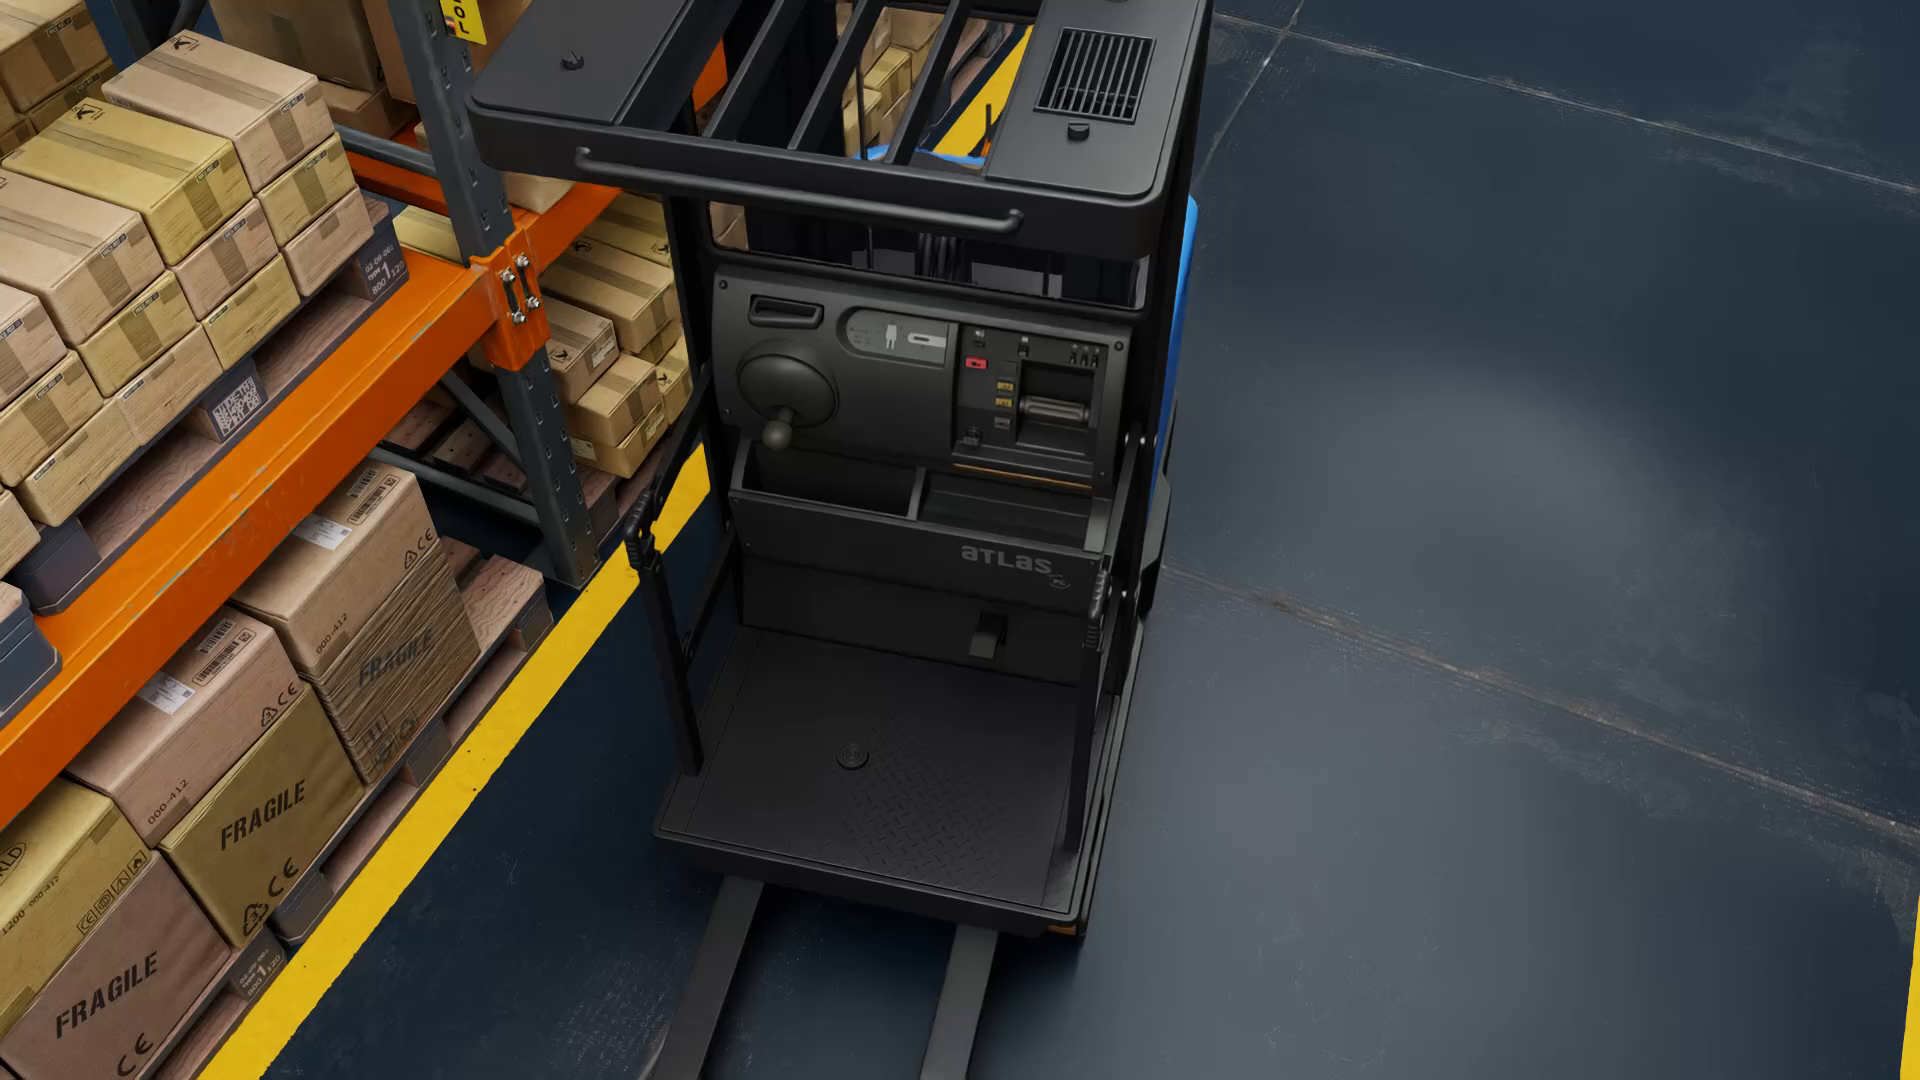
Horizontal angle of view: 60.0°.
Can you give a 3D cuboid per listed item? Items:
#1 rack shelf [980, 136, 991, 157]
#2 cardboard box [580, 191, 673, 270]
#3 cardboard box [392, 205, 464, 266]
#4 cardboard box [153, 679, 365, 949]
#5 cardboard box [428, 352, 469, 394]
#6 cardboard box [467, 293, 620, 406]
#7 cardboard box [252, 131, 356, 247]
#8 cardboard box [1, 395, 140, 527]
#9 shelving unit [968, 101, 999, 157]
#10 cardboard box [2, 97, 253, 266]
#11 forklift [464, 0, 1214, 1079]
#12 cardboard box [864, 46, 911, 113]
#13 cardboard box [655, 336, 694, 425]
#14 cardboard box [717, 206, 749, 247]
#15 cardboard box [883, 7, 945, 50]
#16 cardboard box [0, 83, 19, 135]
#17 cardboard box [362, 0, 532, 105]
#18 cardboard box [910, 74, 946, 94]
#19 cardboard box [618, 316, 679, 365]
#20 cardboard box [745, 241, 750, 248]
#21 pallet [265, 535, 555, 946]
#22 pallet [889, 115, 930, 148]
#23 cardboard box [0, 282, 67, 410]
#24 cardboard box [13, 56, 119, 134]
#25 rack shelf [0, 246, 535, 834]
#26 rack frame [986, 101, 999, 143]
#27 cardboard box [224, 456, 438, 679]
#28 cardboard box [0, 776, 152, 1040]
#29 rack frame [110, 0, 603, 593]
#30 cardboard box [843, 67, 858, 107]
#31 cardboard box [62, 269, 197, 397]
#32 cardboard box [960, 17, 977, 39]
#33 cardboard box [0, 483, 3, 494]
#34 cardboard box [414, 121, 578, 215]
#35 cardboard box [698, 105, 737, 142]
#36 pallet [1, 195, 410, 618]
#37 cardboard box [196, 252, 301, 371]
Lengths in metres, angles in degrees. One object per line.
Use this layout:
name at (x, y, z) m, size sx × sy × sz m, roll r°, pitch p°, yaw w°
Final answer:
rack shelf at (0.150, -1.045, 5.091) m, size 0.215 × 0.259 × 0.240 m, roll 10°, pitch 50°, yaw 8°
cardboard box at (-1.022, -0.951, 5.295) m, size 0.380 × 0.149 × 0.250 m, roll 19°, pitch 52°, yaw 16°
cardboard box at (-1.601, -0.939, 5.285) m, size 0.380 × 0.149 × 0.250 m, roll 20°, pitch 53°, yaw 17°
cardboard box at (-1.899, 0.603, 4.133) m, size 0.500 × 0.500 × 0.500 m, roll 19°, pitch 52°, yaw 15°
cardboard box at (-1.744, -0.645, 5.230) m, size 0.380 × 0.149 × 0.250 m, roll 21°, pitch 53°, yaw 17°
cardboard box at (-1.257, -0.591, 4.988) m, size 0.380 × 0.149 × 0.250 m, roll 22°, pitch 53°, yaw 18°
cardboard box at (-1.583, -0.829, 3.679) m, size 0.380 × 0.149 × 0.250 m, roll 21°, pitch 53°, yaw 17°
cardboard box at (-1.908, -0.210, 3.348) m, size 0.380 × 0.149 × 0.250 m, roll 17°, pitch 52°, yaw 14°
shelving unit at (0.150, -0.868, 5.299) m, size 0.215 × 1.050 × 0.252 m, roll 10°, pitch 50°, yaw 8°
cardboard box at (-1.700, -0.738, 3.407) m, size 0.380 × 0.149 × 0.250 m, roll 18°, pitch 52°, yaw 15°
forklift at (-0.143, -0.244, 3.533) m, size 1.130 × 2.935 × 3.031 m, roll 10°, pitch 50°, yaw 8°
cardboard box at (-0.406, -1.733, 6.156) m, size 0.380 × 0.149 × 0.250 m, roll 22°, pitch 53°, yaw 18°
cardboard box at (-1.031, -0.557, 5.351) m, size 0.380 × 0.149 × 0.250 m, roll 21°, pitch 53°, yaw 17°
cardboard box at (-0.931, -1.038, 5.564) m, size 0.380 × 0.149 × 0.250 m, roll 17°, pitch 52°, yaw 14°
cardboard box at (-0.267, -1.993, 6.182) m, size 0.380 × 0.149 × 0.250 m, roll 22°, pitch 53°, yaw 17°
cardboard box at (-2.289, -0.947, 3.585) m, size 0.380 × 0.149 × 0.250 m, roll 21°, pitch 53°, yaw 17°
cardboard box at (-1.152, -1.404, 4.214) m, size 0.500 × 0.500 × 0.500 m, roll 19°, pitch 52°, yaw 15°
cardboard box at (-0.274, -1.818, 6.423) m, size 0.380 × 0.149 × 0.250 m, roll 18°, pitch 52°, yaw 14°
cardboard box at (-1.120, -0.673, 5.254) m, size 0.380 × 0.149 × 0.250 m, roll 20°, pitch 53°, yaw 16°
cardboard box at (-0.909, -0.936, 5.673) m, size 0.380 × 0.149 × 0.250 m, roll 19°, pitch 52°, yaw 15°
pallet at (-1.923, 0.425, 4.750) m, size 1.003 × 0.211 × 1.213 m, roll 20°, pitch 52°, yaw 16°
pallet at (-0.816, -1.429, 6.327) m, size 1.003 × 0.211 × 1.213 m, roll 20°, pitch 52°, yaw 16°
cardboard box at (-1.924, -0.380, 3.102) m, size 0.380 × 0.149 × 0.250 m, roll 20°, pitch 52°, yaw 16°
cardboard box at (-2.175, -1.045, 3.864) m, size 0.380 × 0.149 × 0.250 m, roll 21°, pitch 53°, yaw 17°
rack shelf at (-2.446, 0.595, 3.247) m, size 1.077 × 0.370 × 4.000 m, roll 20°, pitch 52°, yaw 16°
rack frame at (0.177, -0.959, 5.376) m, size 0.200 × 1.050 × 0.008 m, roll 10°, pitch 50°, yaw 8°
cardboard box at (-1.681, 0.010, 4.145) m, size 0.500 × 0.250 × 0.500 m, roll 19°, pitch 52°, yaw 15°
cardboard box at (-2.126, 0.729, 3.534) m, size 0.500 × 0.250 × 0.500 m, roll 18°, pitch 52°, yaw 14°
rack frame at (-1.591, -1.016, 4.145) m, size 1.000 × 3.000 × 0.127 m, roll 20°, pitch 52°, yaw 16°
cardboard box at (-0.566, -1.658, 5.897) m, size 0.380 × 0.149 × 0.250 m, roll 20°, pitch 52°, yaw 16°
cardboard box at (-1.803, -0.477, 3.380) m, size 0.380 × 0.149 × 0.250 m, roll 22°, pitch 53°, yaw 18°
cardboard box at (-0.128, -2.188, 6.738) m, size 0.380 × 0.149 × 0.250 m, roll 20°, pitch 52°, yaw 16°
cardboard box at (-2.028, -0.108, 3.067) m, size 0.380 × 0.149 × 0.250 m, roll 17°, pitch 52°, yaw 14°
cardboard box at (-1.174, -1.023, 4.316) m, size 0.380 × 0.149 × 0.250 m, roll 22°, pitch 53°, yaw 17°
cardboard box at (-0.749, -1.287, 5.581) m, size 0.380 × 0.149 × 0.250 m, roll 21°, pitch 53°, yaw 17°
pallet at (-2.049, -0.475, 3.810) m, size 1.003 × 0.211 × 1.213 m, roll 20°, pitch 52°, yaw 16°
cardboard box at (-1.692, -0.553, 3.640) m, size 0.380 × 0.149 × 0.250 m, roll 20°, pitch 53°, yaw 16°
